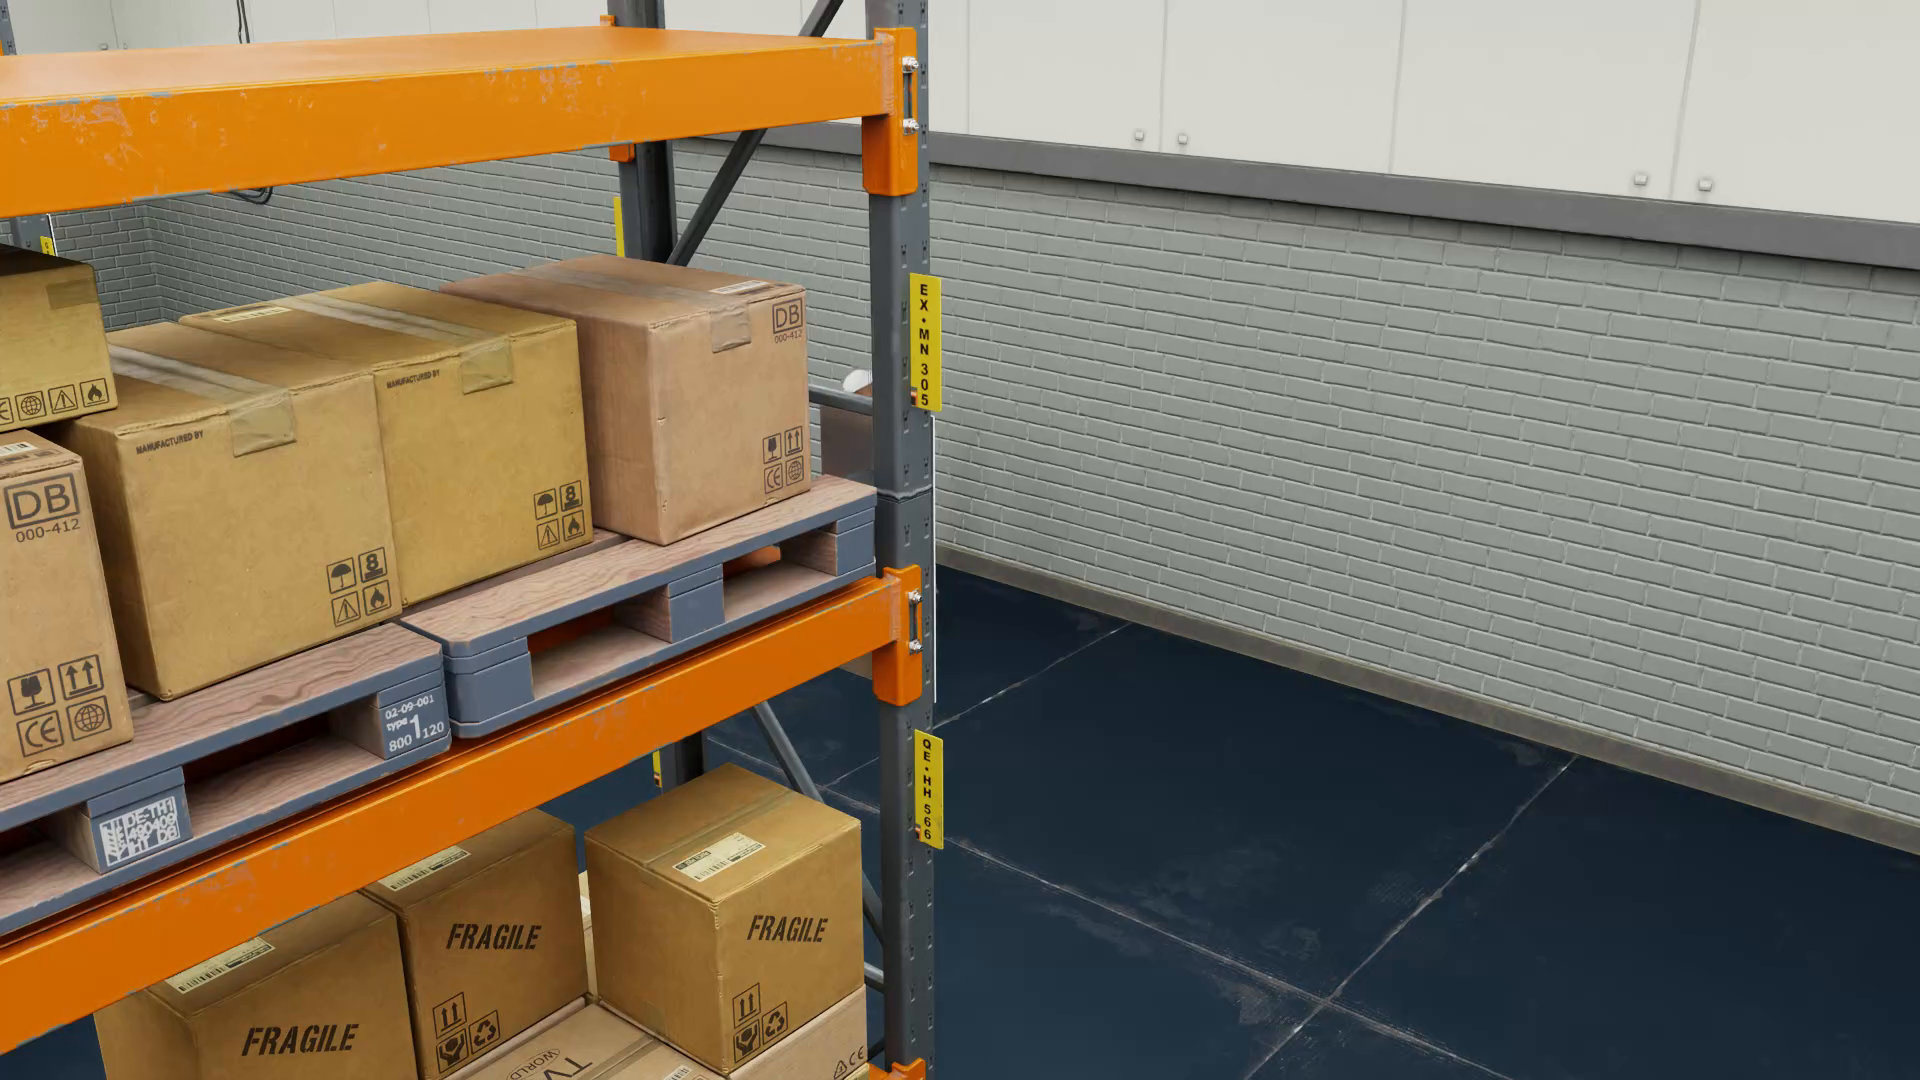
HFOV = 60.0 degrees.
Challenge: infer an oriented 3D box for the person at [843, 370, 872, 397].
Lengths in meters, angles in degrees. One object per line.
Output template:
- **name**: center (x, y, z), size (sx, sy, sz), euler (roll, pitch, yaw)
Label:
- **person**: center (-0.551, -0.279, 10.928), size (0.511, 1.682, 0.602), euler (16, 26, 38)
